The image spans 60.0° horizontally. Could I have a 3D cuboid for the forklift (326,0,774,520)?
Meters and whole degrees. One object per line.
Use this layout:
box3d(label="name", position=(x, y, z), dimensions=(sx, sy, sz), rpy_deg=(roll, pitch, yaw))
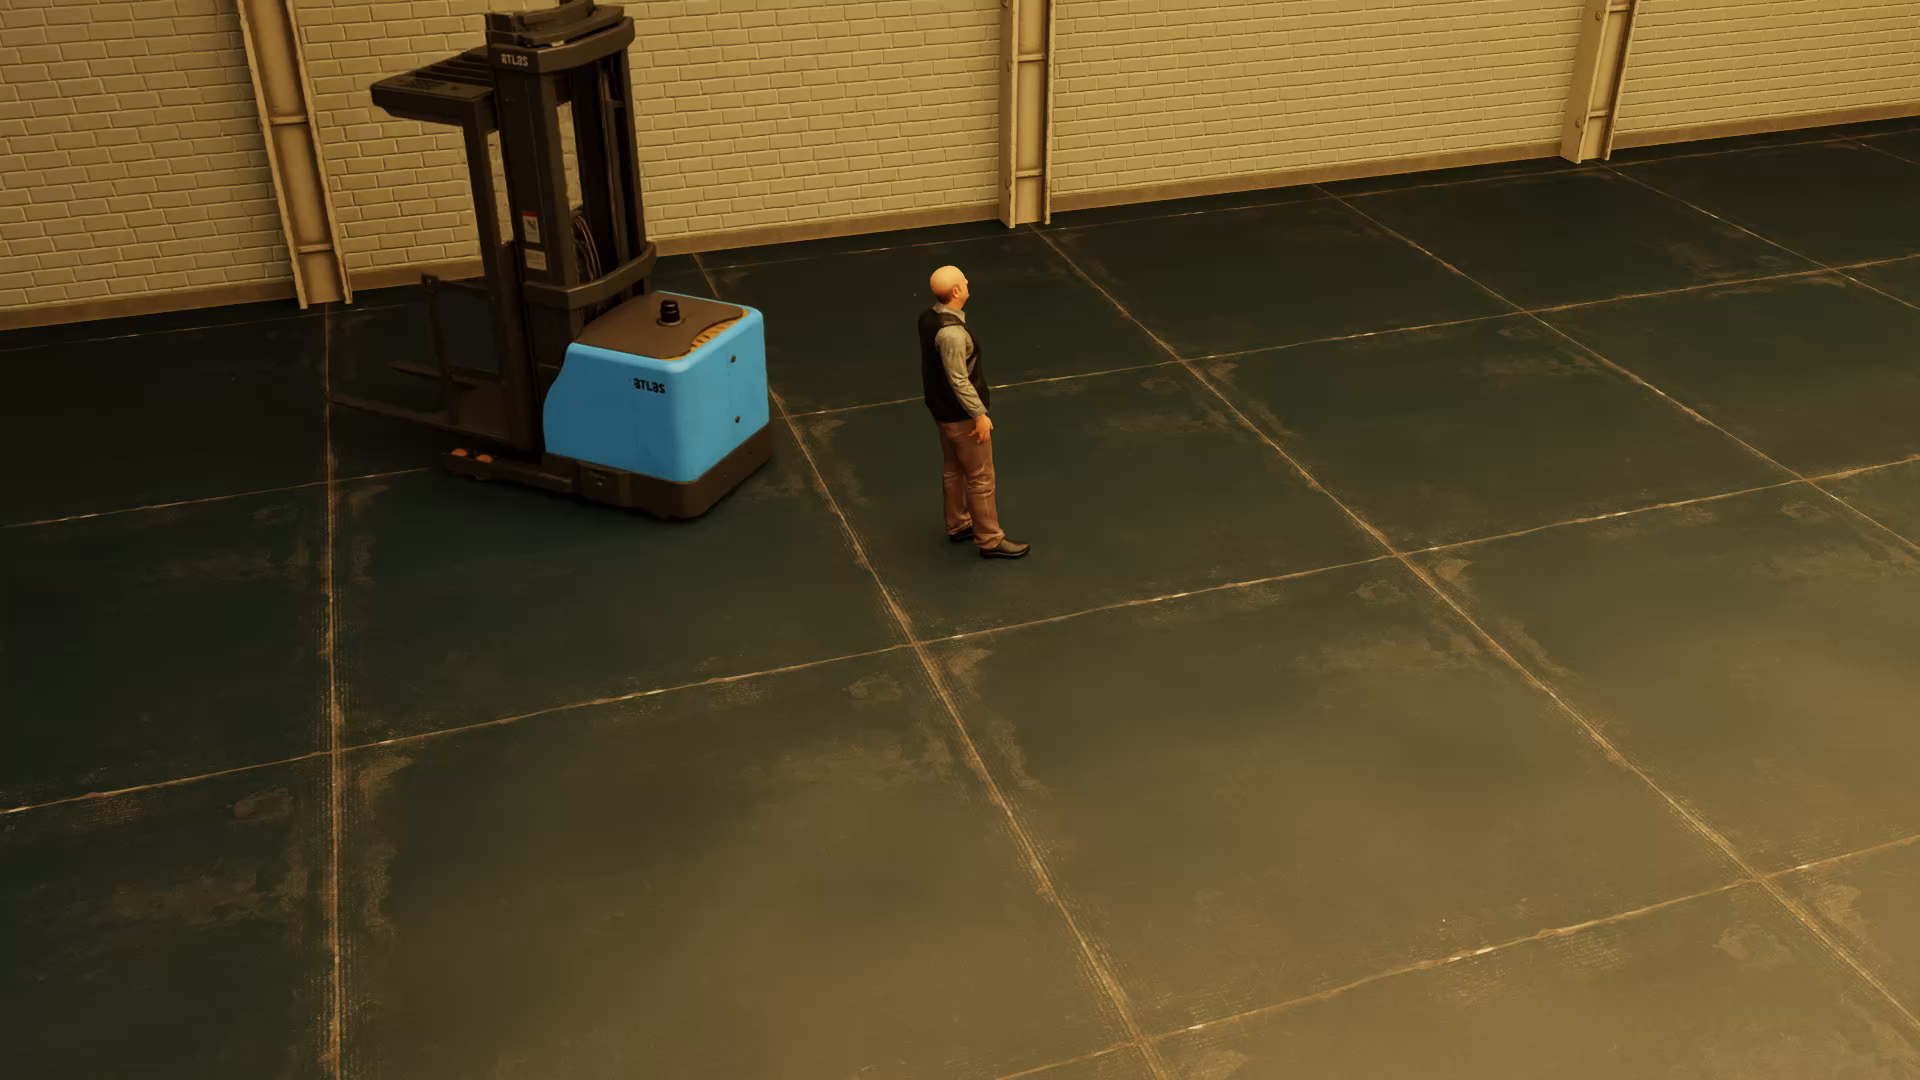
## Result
box3d(label="forklift", position=(-2.777, -1.875, 10.346), dimensions=(3.031, 2.935, 1.130), rpy_deg=(13, 32, 21))

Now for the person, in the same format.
box3d(label="person", position=(0.061, -0.758, 9.603), dimensions=(0.568, 1.720, 0.632), rpy_deg=(-10, 31, -16))
